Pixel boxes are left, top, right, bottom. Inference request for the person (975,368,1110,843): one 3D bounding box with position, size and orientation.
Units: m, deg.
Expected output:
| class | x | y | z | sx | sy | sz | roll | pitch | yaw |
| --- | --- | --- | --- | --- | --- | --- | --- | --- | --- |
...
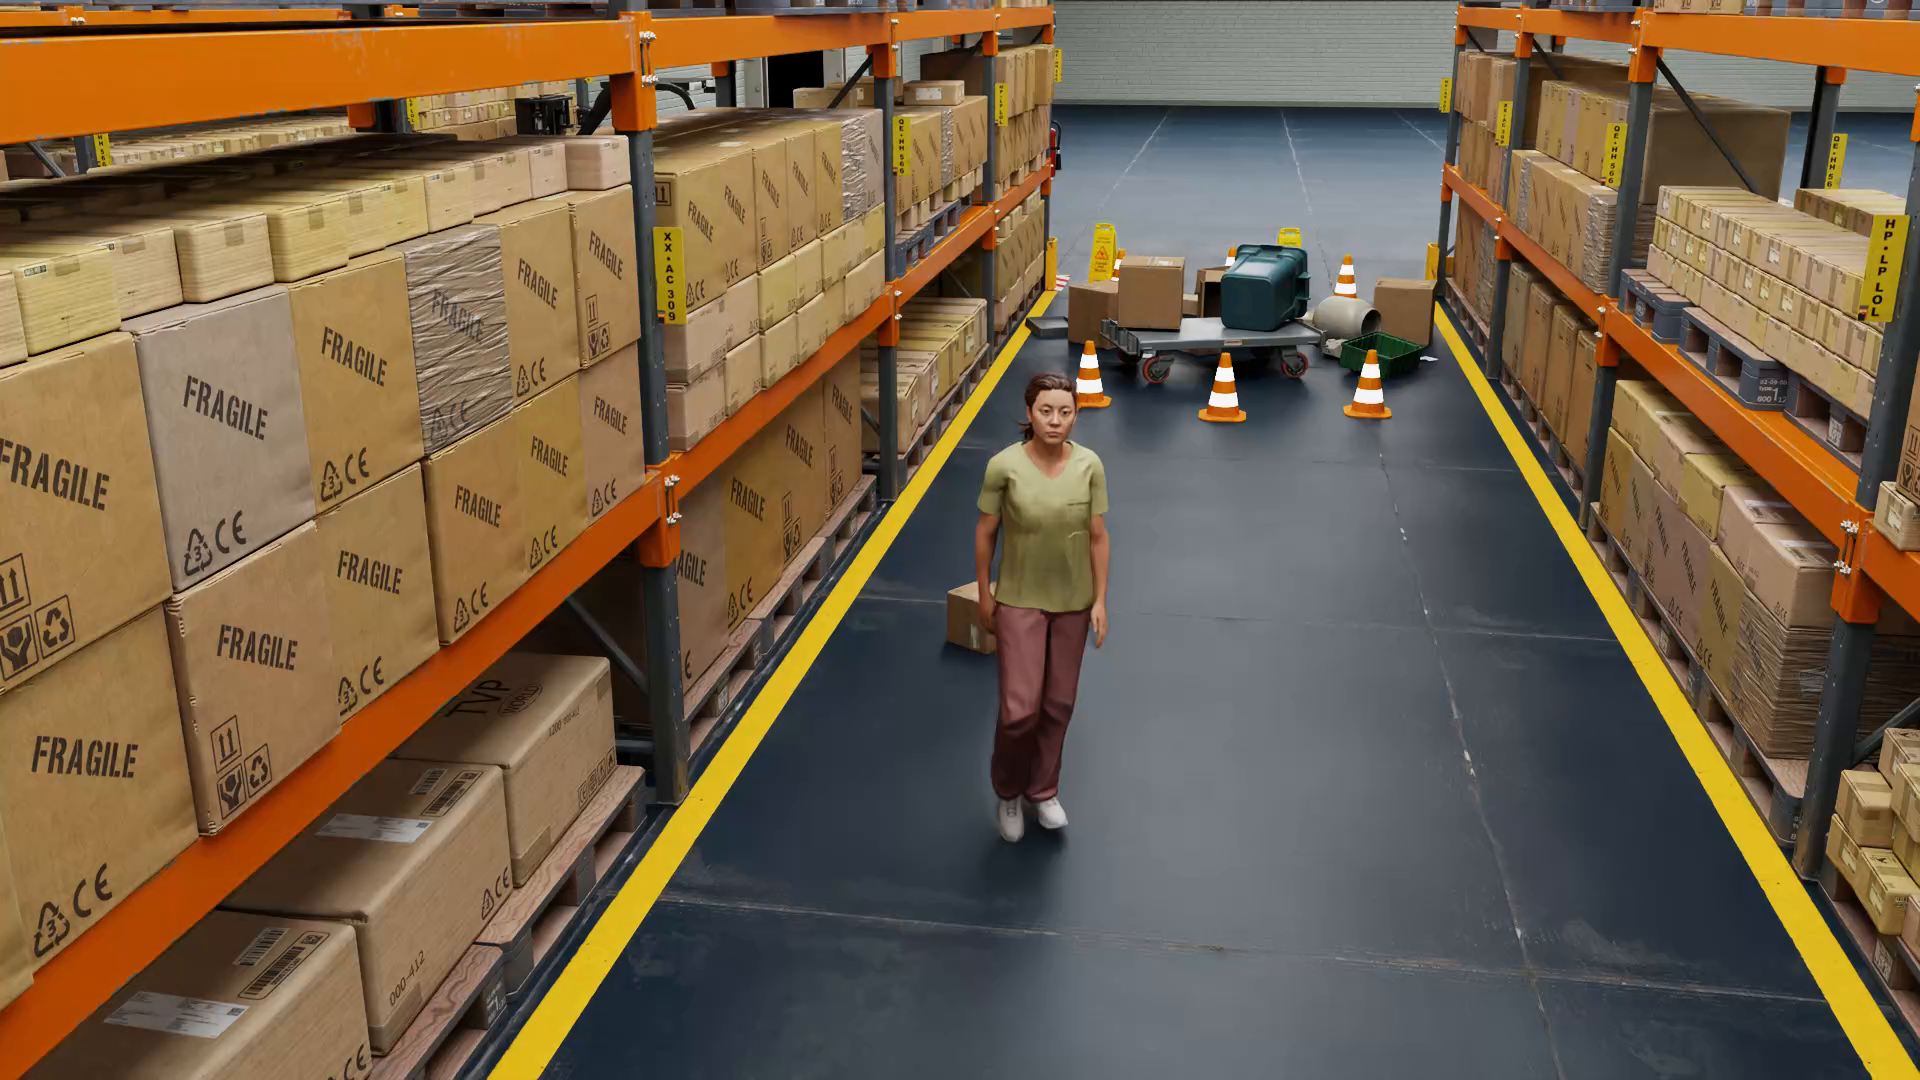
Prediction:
| class | x | y | z | sx | sy | sz | roll | pitch | yaw |
| --- | --- | --- | --- | --- | --- | --- | --- | --- | --- |
| person | 0.302 | 0.251 | 5.745 | 0.456 | 1.693 | 0.447 | -4 | 18 | -13 |
